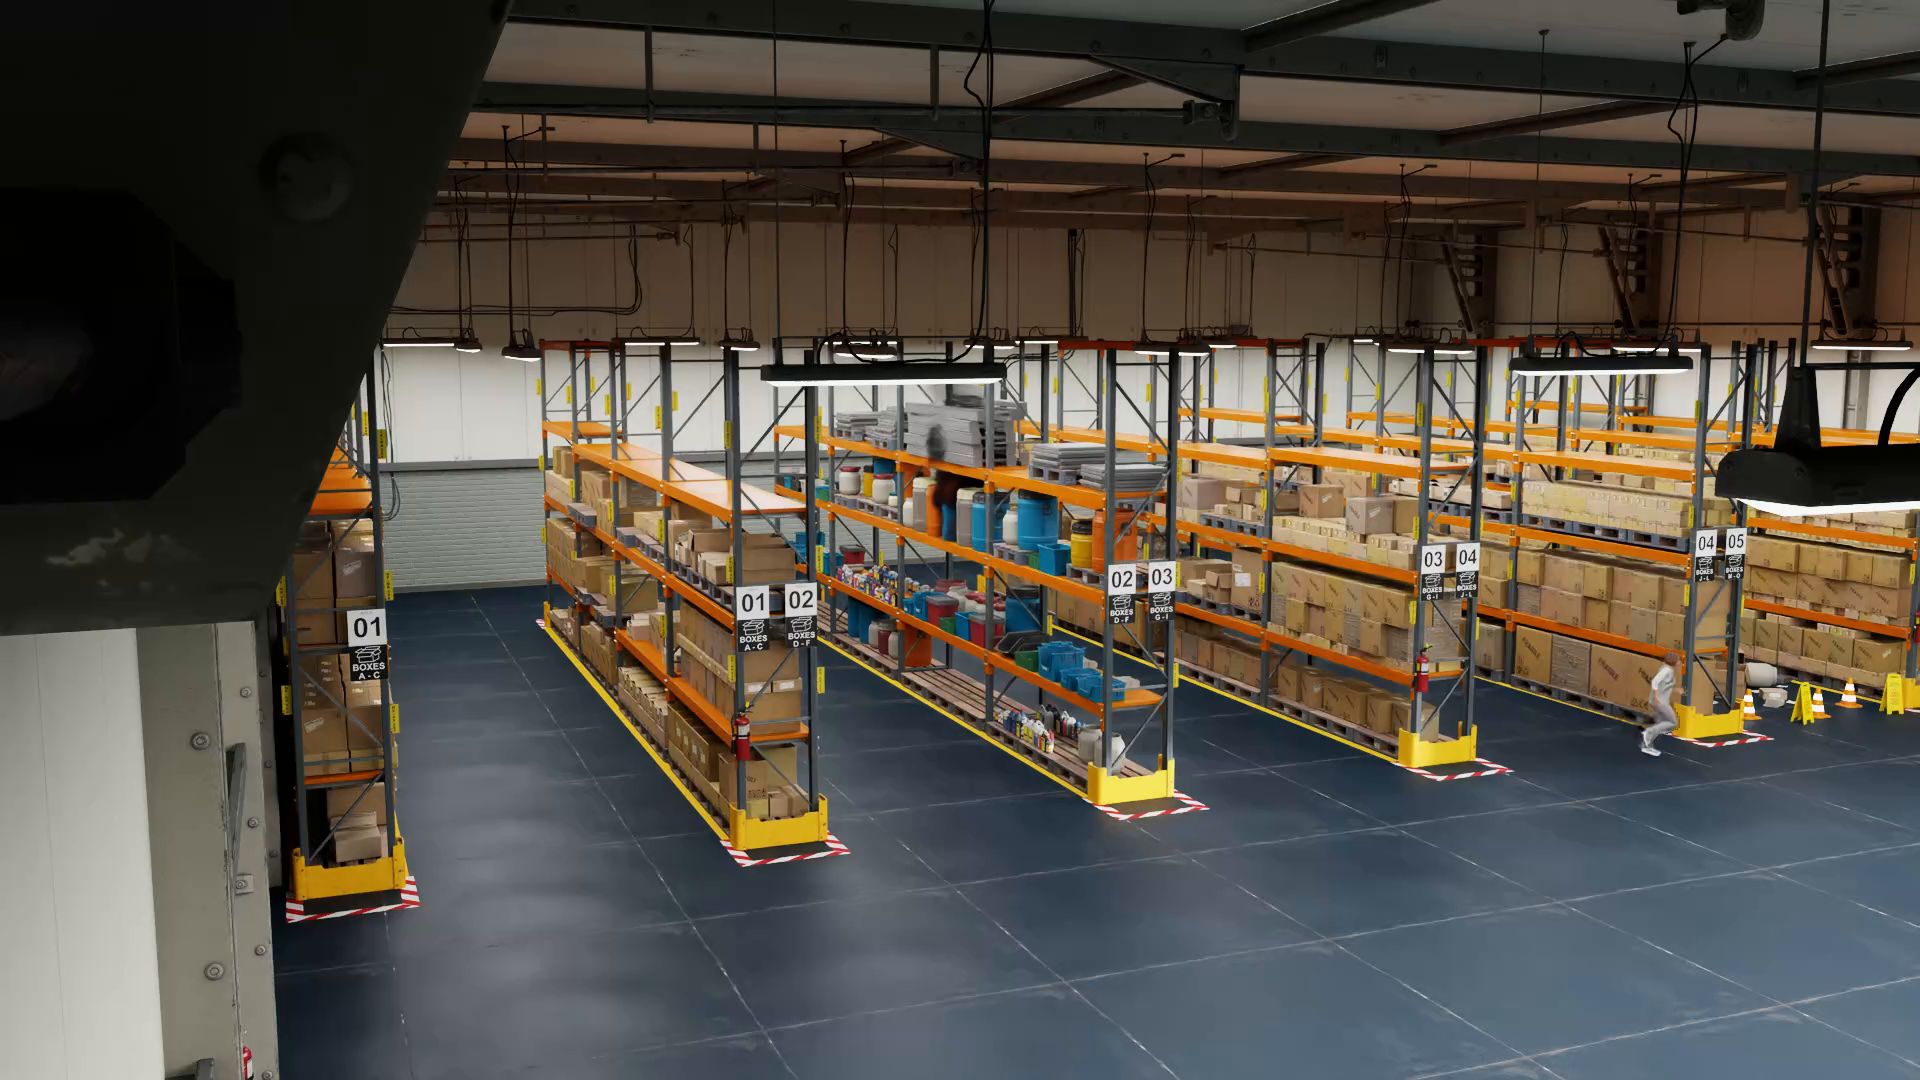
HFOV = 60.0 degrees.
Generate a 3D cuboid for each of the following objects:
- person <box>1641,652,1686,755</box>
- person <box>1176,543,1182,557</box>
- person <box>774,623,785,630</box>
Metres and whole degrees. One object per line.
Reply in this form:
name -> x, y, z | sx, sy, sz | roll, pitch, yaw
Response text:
person -> 10.343, 2.395, 24.443 | 0.588, 1.540, 0.511 | 2, 8, 13
person -> 4.796, 0.590, 38.003 | 0.586, 1.613, 0.583 | -2, 8, -13
person -> -3.626, 1.276, 32.573 | 0.605, 1.672, 0.840 | -4, 8, -27
